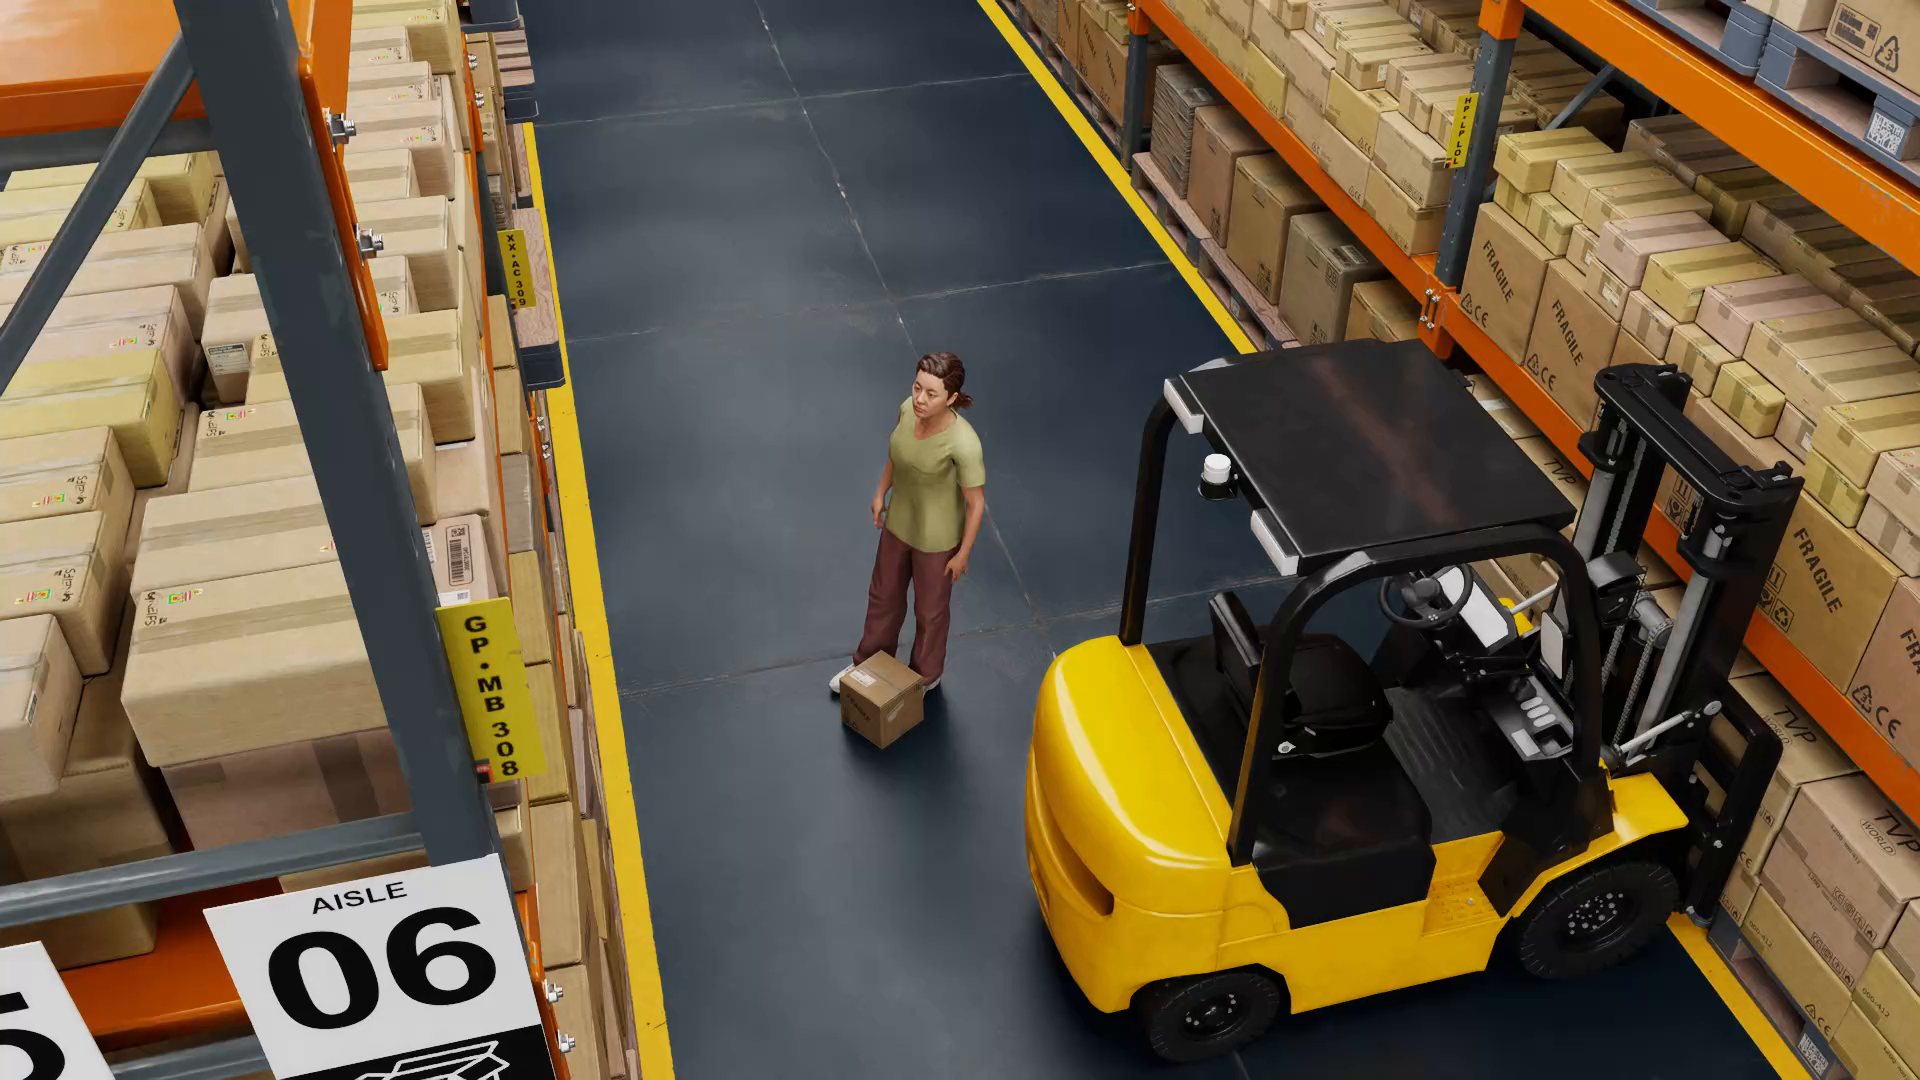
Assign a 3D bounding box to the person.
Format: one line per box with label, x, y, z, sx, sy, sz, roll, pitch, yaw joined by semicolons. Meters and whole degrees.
person;-0.200;-0.003;6.704;0.549;1.675;0.555;-31;48;-33
